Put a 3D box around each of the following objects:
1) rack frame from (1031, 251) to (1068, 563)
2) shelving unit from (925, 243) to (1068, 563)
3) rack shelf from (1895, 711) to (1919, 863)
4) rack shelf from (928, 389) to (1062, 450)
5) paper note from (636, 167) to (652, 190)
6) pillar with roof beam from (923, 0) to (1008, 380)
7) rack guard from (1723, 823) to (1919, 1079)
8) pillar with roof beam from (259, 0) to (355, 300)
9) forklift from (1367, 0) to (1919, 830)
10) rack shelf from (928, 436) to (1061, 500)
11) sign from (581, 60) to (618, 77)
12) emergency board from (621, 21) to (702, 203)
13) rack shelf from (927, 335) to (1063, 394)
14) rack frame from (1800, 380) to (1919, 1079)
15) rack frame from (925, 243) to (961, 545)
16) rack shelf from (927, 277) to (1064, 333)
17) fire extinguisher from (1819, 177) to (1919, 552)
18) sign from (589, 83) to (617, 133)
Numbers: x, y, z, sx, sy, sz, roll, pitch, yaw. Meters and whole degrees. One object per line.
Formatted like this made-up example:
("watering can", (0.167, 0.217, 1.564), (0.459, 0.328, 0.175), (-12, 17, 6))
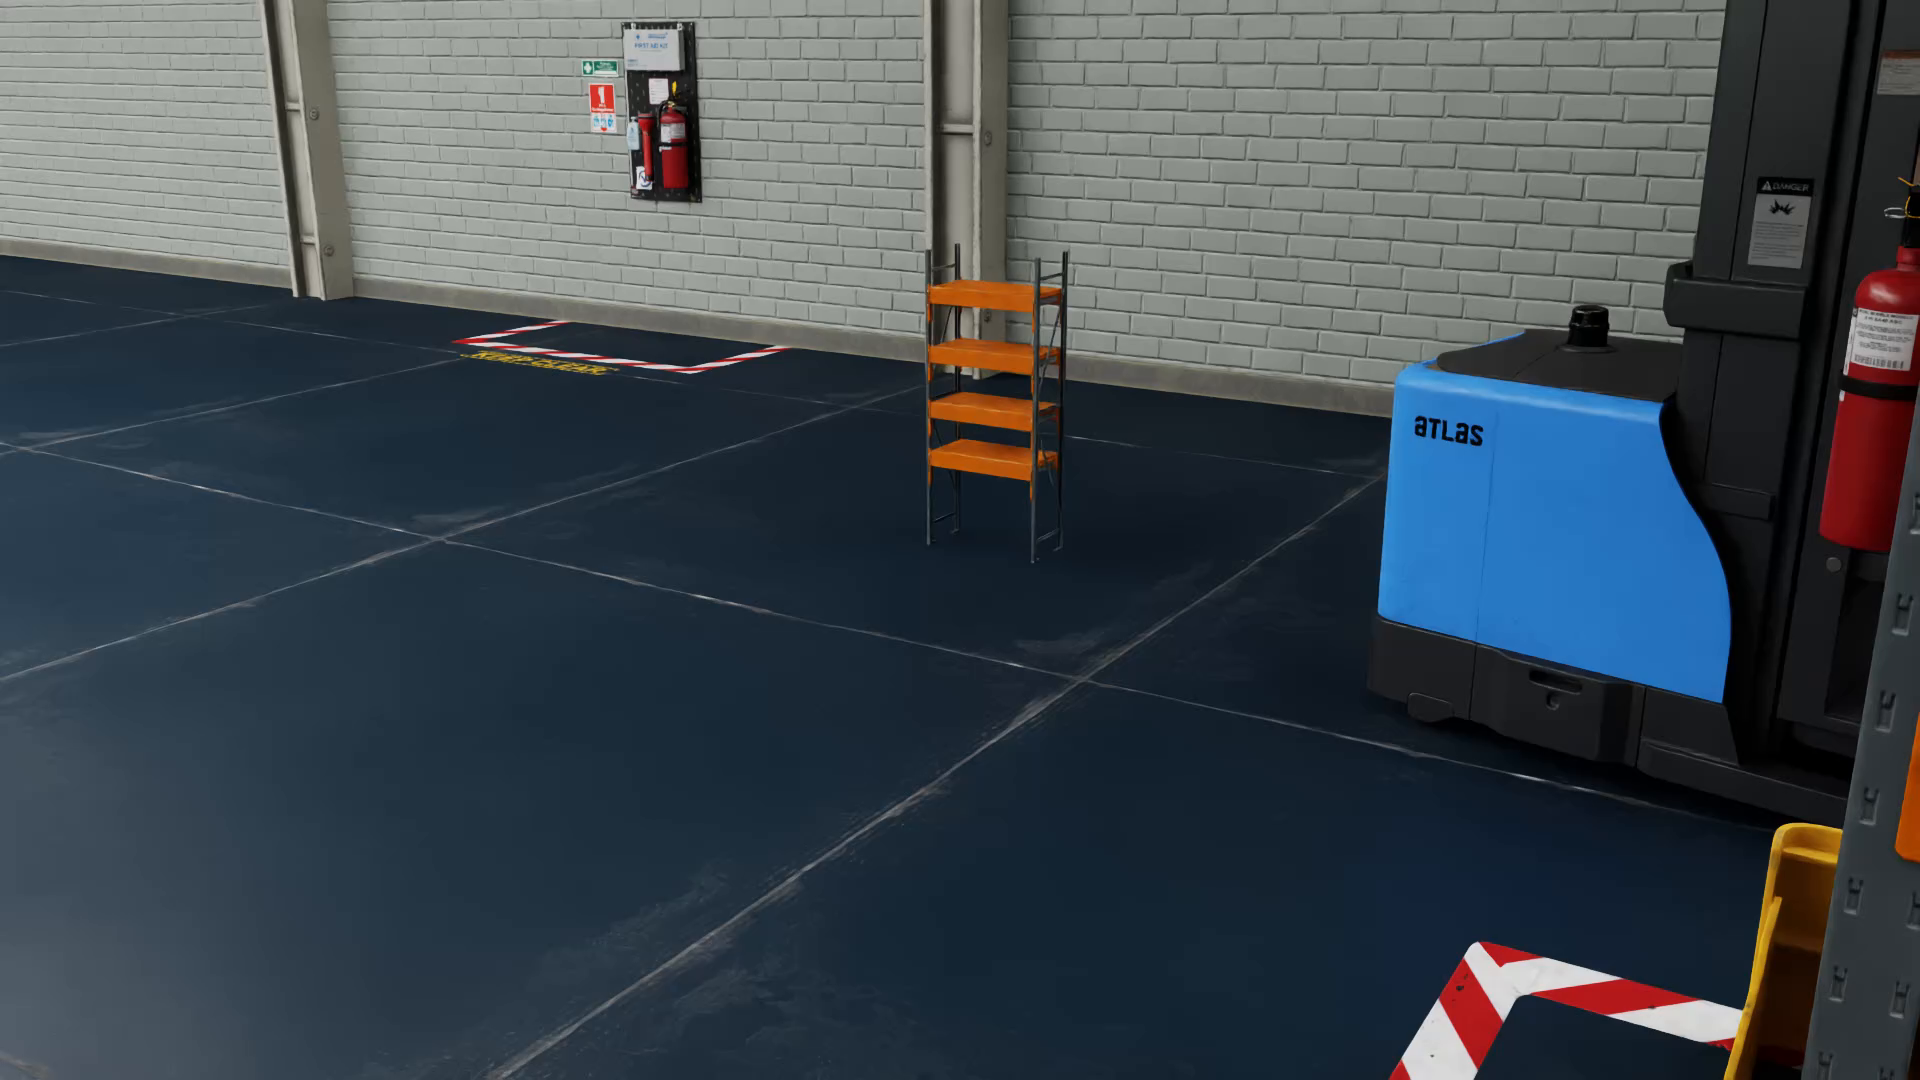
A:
("rack frame", (0.349, -0.512, 6.502), (0.015, 1.200, 0.240), (10, 20, 30))
("shelving unit", (0.141, -0.549, 6.624), (0.503, 1.200, 0.258), (10, 20, 30))
("rack shelf", (3.211, 0.422, 1.570), (4.000, 0.370, 1.077), (10, 20, 30))
("rack shelf", (0.141, -0.485, 6.643), (0.480, 0.148, 0.258), (10, 20, 30))
("paper note", (-2.168, -2.483, 11.409), (0.142, 0.148, 0.016), (10, 20, 30))
("pillar with roof beam", (-2.220, -4.279, 5.485), (0.400, 9.000, 9.100), (10, 20, 30))
("rack guard", (1.487, 0.965, 2.843), (0.348, 0.500, 1.175), (10, 20, 30))
("pillar with roof beam", (-7.333, -5.192, 8.490), (0.400, 9.000, 9.100), (10, 20, 30))
("forklift", (2.689, -0.693, 4.121), (3.031, 2.935, 1.130), (15, 22, 40))
("rack shelf", (0.141, -0.295, 6.701), (0.480, 0.148, 0.258), (10, 20, 30))
("sign", (-2.471, -3.237, 11.405), (0.331, 0.109, 0.001), (10, 20, 30))
("emergency board", (-2.053, -2.860, 11.136), (0.643, 1.169, 0.194), (10, 20, 30))
("rack shelf", (0.141, -0.699, 6.578), (0.480, 0.148, 0.258), (10, 20, 30))
("rack frame", (1.507, -0.227, 2.467), (0.127, 3.000, 1.000), (10, 20, 30))
("rack frame", (-0.067, -0.586, 6.746), (0.015, 1.200, 0.240), (10, 20, 30))
("rack shelf", (0.141, -0.925, 6.510), (0.480, 0.148, 0.258), (10, 20, 30))
("fire extinguisher", (1.650, -0.323, 2.916), (0.183, 0.674, 0.296), (10, 20, 30))
("sign", (-2.470, -2.987, 11.492), (0.234, 0.329, 0.001), (10, 20, 30))
